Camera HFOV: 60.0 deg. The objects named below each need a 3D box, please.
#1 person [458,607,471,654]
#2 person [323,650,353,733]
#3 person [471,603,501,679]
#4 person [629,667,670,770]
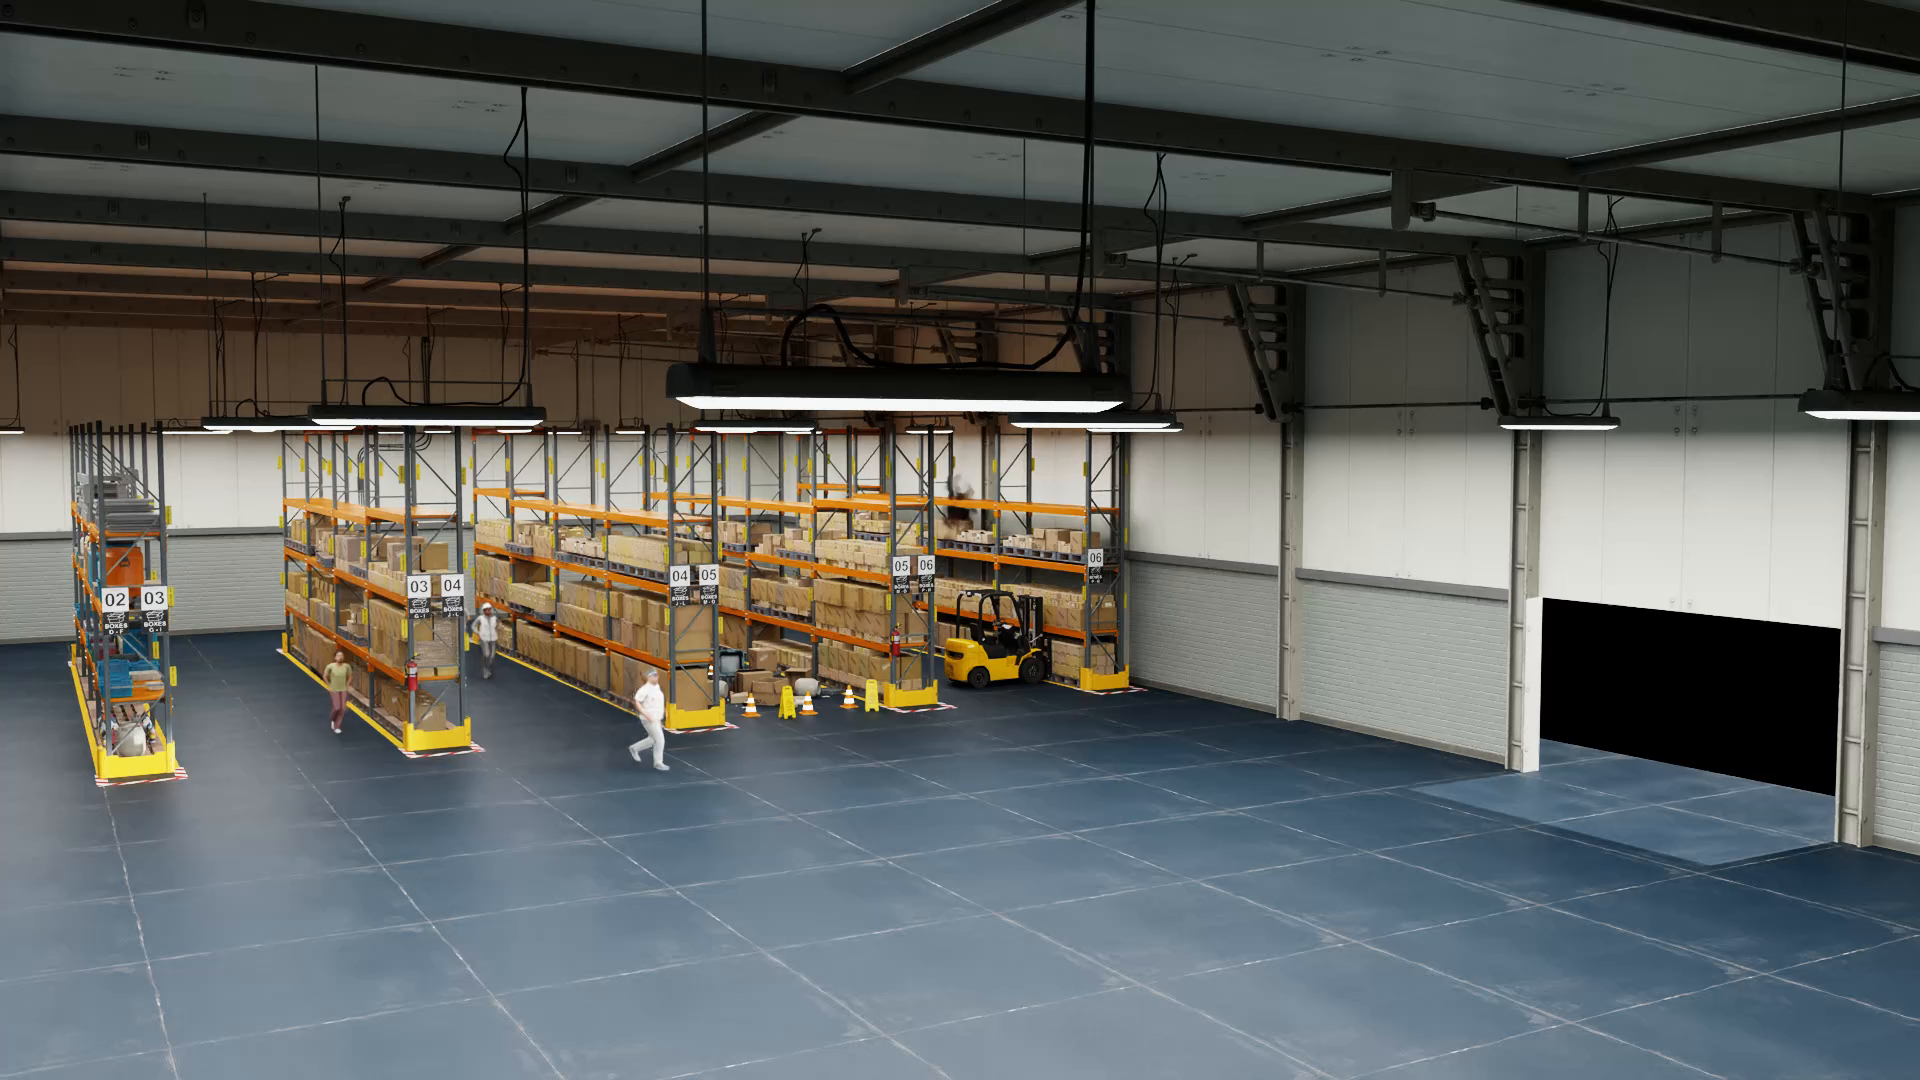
[{"bbox_3d":[-12.821,2.275,42.604,0.565,1.624,0.545,-2,4,-25],"label":"person"},{"bbox_3d":[-11.978,2.929,32.126,0.525,1.619,0.531,-3,4,-37],"label":"person"},{"bbox_3d":[-11.212,2.407,39.530,0.638,1.803,0.688,-3,4,-36],"label":"person"},{"bbox_3d":[-5.379,3.079,28.769,0.791,1.771,0.680,1,4,12],"label":"person"}]
